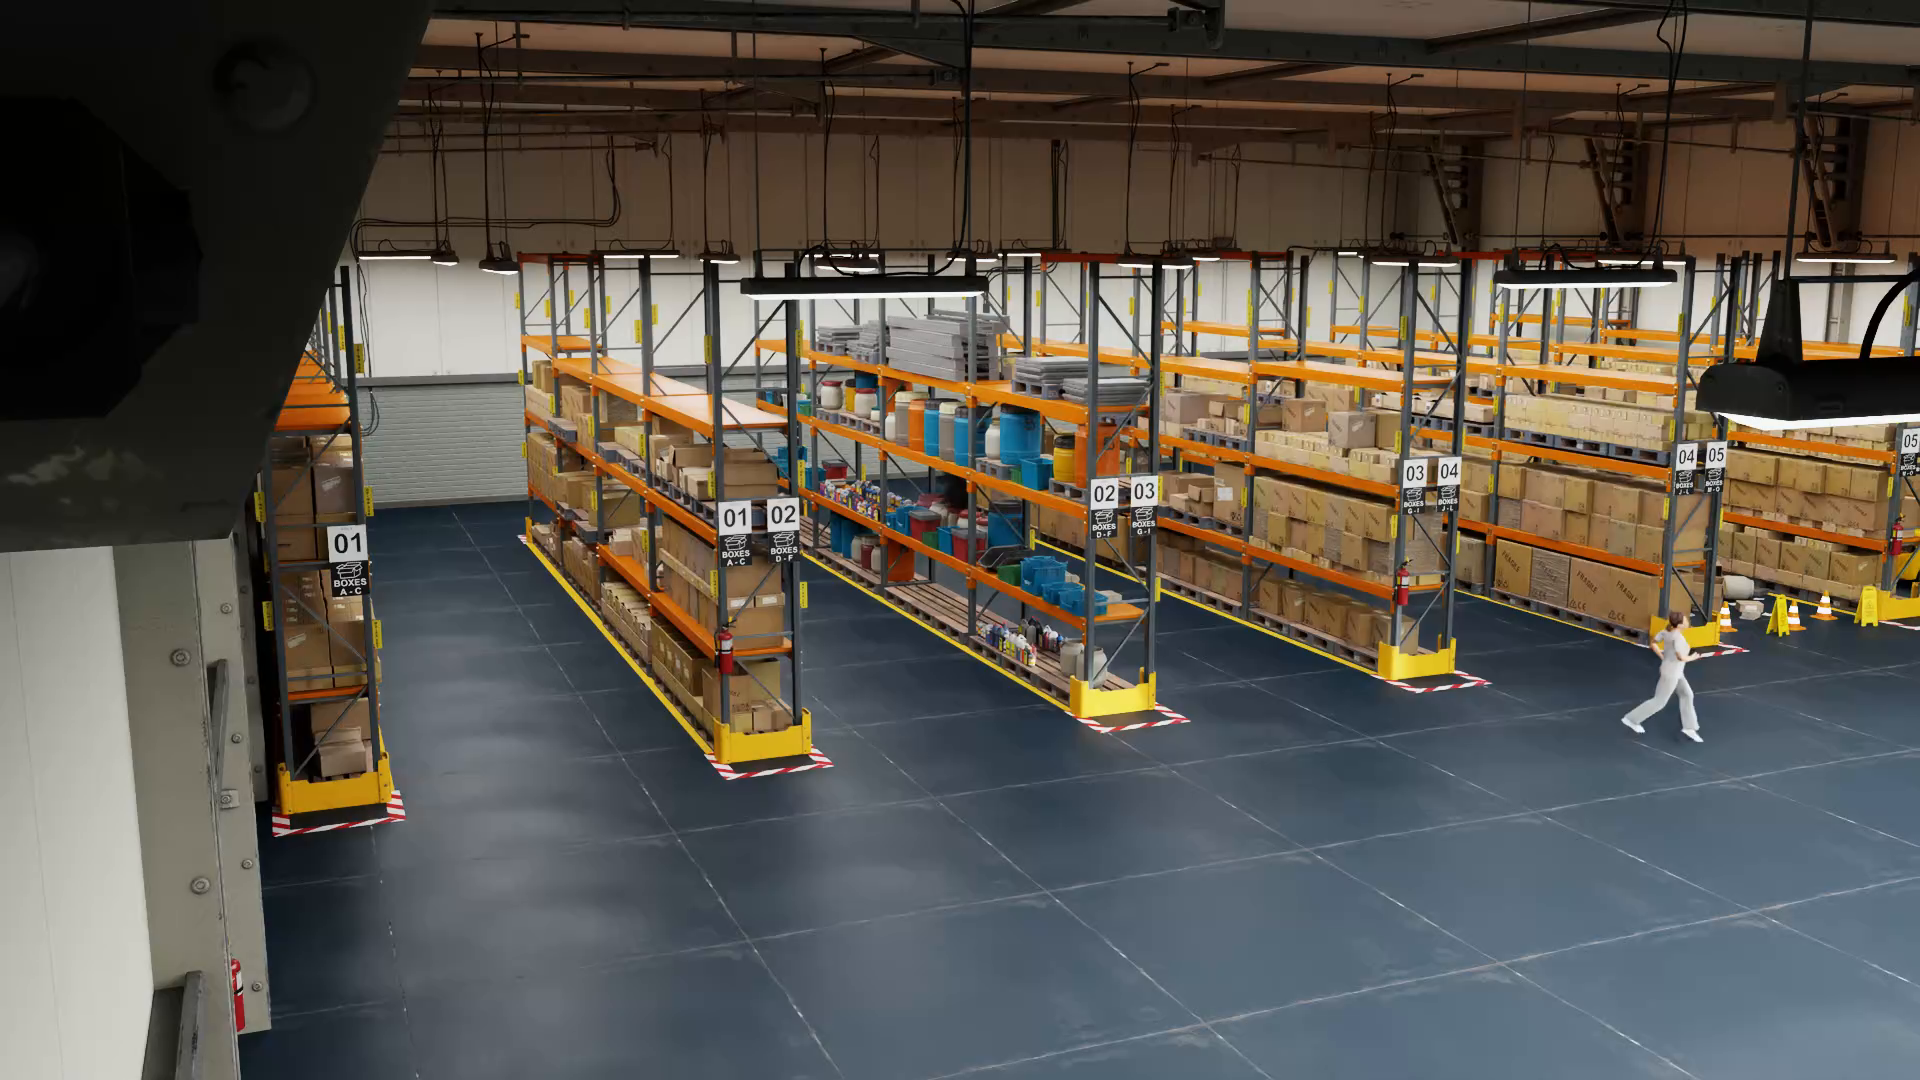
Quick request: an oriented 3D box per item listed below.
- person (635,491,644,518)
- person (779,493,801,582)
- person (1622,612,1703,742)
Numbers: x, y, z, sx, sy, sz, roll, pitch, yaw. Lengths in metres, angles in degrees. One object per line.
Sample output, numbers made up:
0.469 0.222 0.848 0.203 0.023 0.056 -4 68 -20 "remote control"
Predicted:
-7.110 -0.951 35.882 0.734 1.579 0.747 5 12 26 "person"
-3.186 -0.026 30.186 0.638 1.691 0.821 -4 11 -19 "person"
8.922 1.742 20.973 1.008 1.704 0.534 2 11 13 "person"
